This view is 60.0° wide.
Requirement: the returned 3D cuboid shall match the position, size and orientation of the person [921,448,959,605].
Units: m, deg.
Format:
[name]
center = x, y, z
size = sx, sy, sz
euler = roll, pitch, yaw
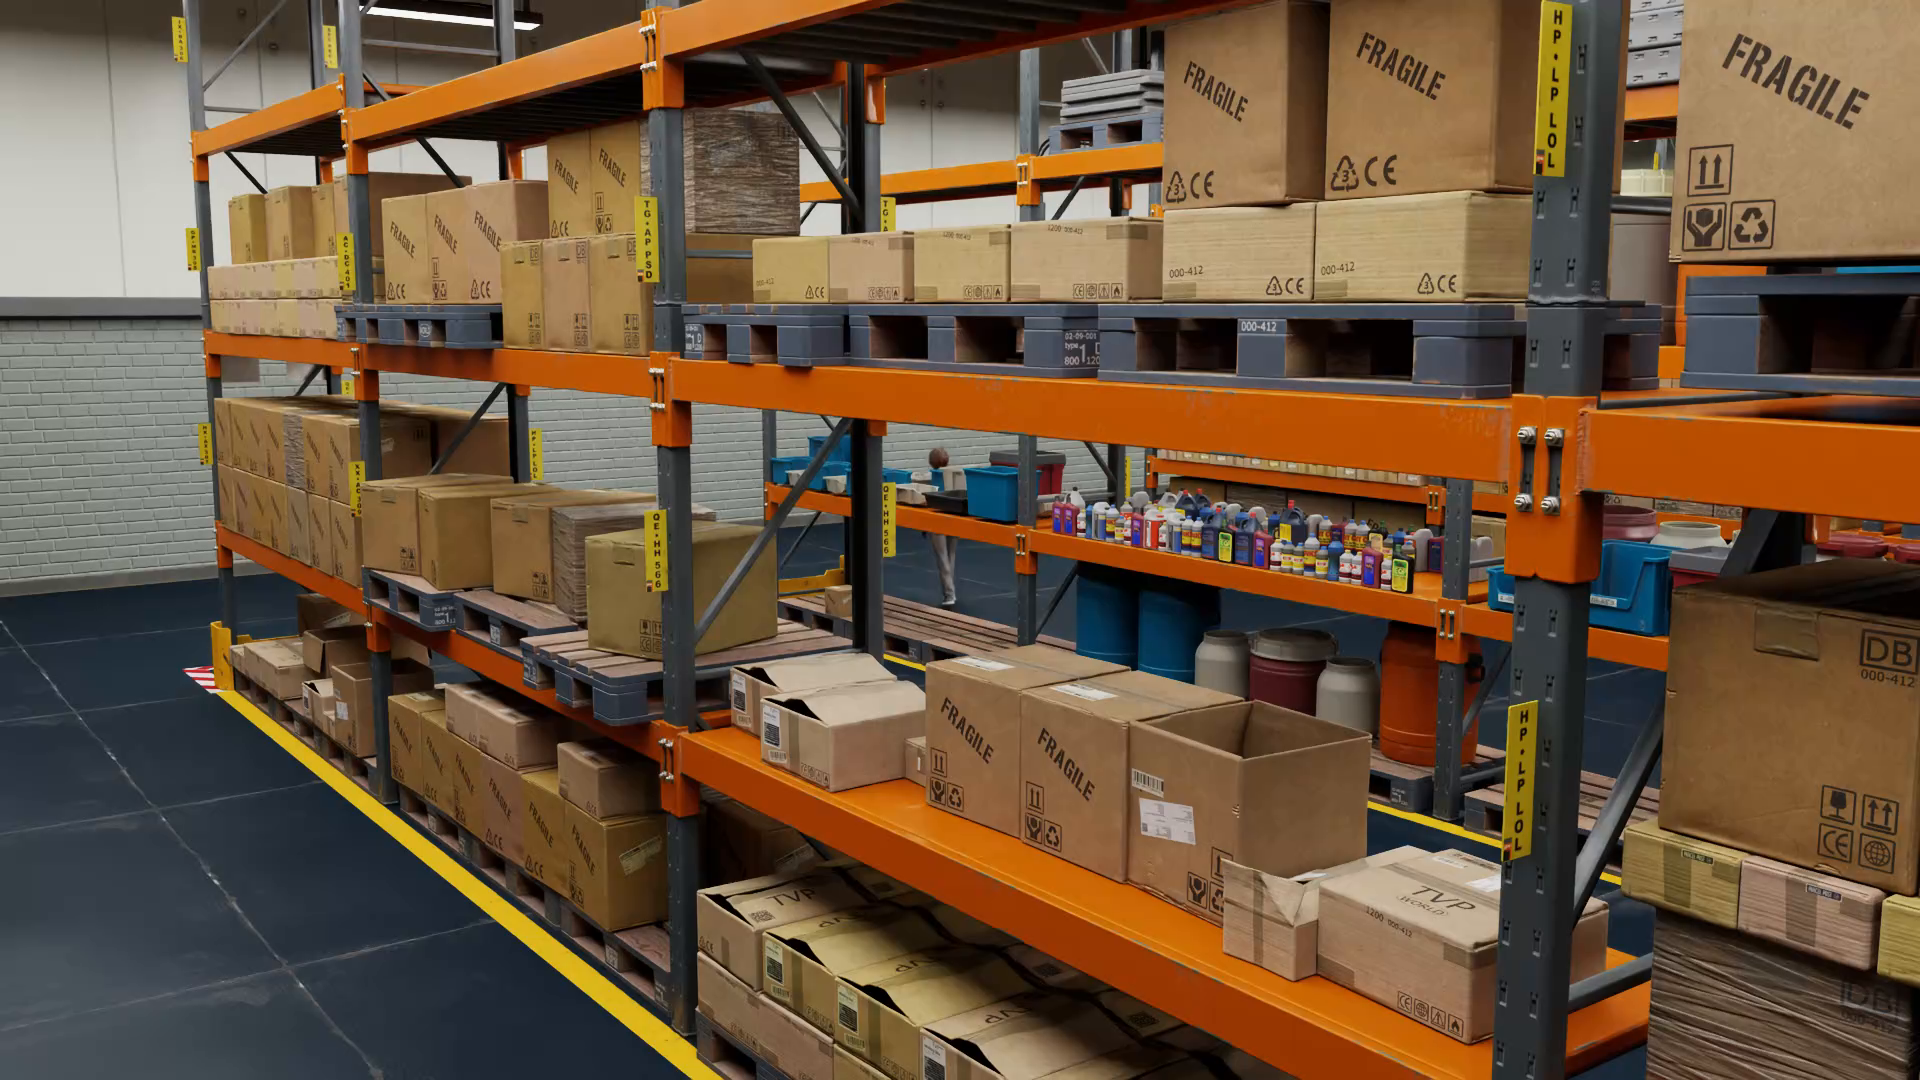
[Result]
[person]
center = -0.174, -0.128, 16.791
size = 0.466, 1.594, 0.722
euler = -2, 8, -15
